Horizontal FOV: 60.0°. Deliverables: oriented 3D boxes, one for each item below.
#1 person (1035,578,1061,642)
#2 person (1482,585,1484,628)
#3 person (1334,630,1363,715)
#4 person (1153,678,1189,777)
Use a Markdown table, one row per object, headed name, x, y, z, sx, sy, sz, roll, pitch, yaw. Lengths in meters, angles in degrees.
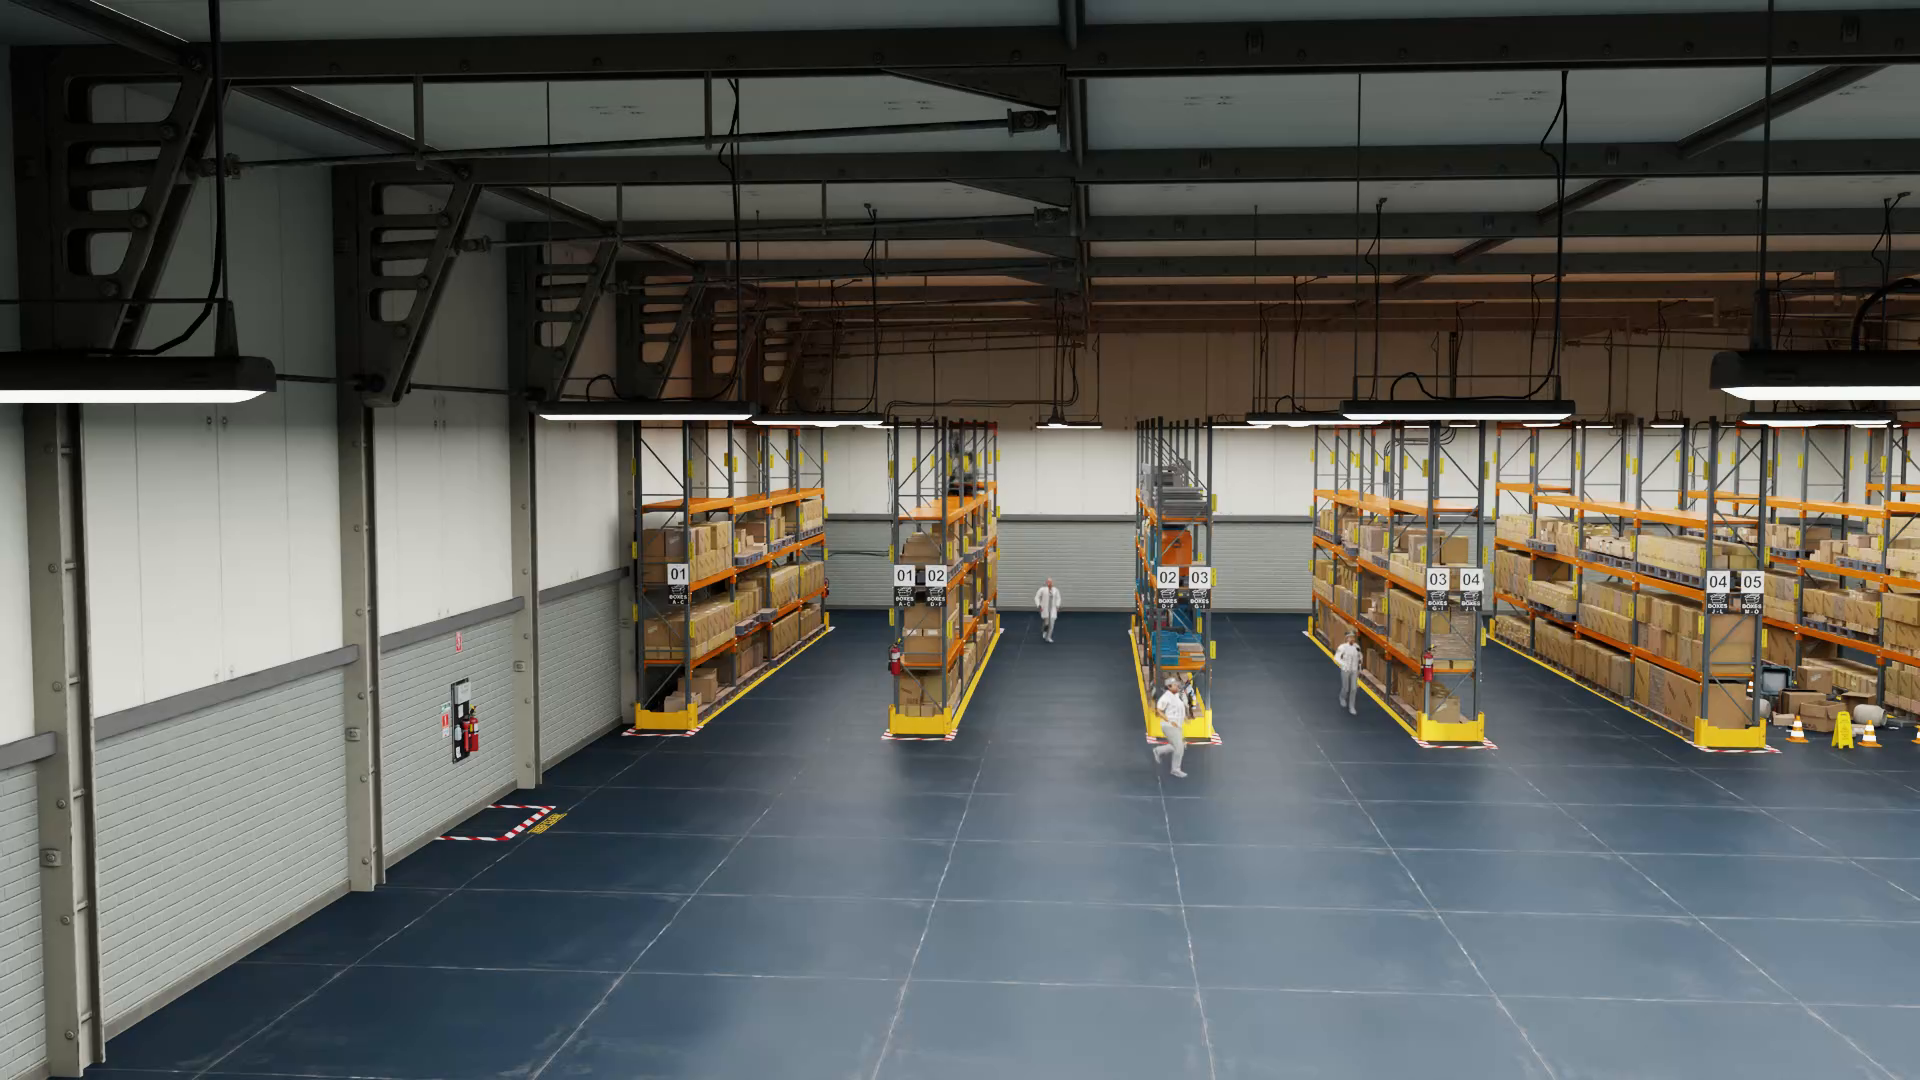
| name | x | y | z | sx | sy | sz | roll | pitch | yaw |
| --- | --- | --- | --- | --- | --- | --- | --- | --- | --- |
| person | 2.415 | 1.905 | 45.287 | 0.722 | 1.731 | 0.612 | -1 | 4 | -11 |
| person | 14.604 | 1.765 | 47.590 | 0.786 | 1.709 | 0.801 | 1 | 4 | 14 |
| person | 7.940 | 2.672 | 33.924 | 0.620 | 1.696 | 0.832 | 0 | 4 | -1 |
| person | 3.485 | 3.111 | 27.741 | 0.670 | 1.641 | 0.593 | 2 | 4 | 31 |
